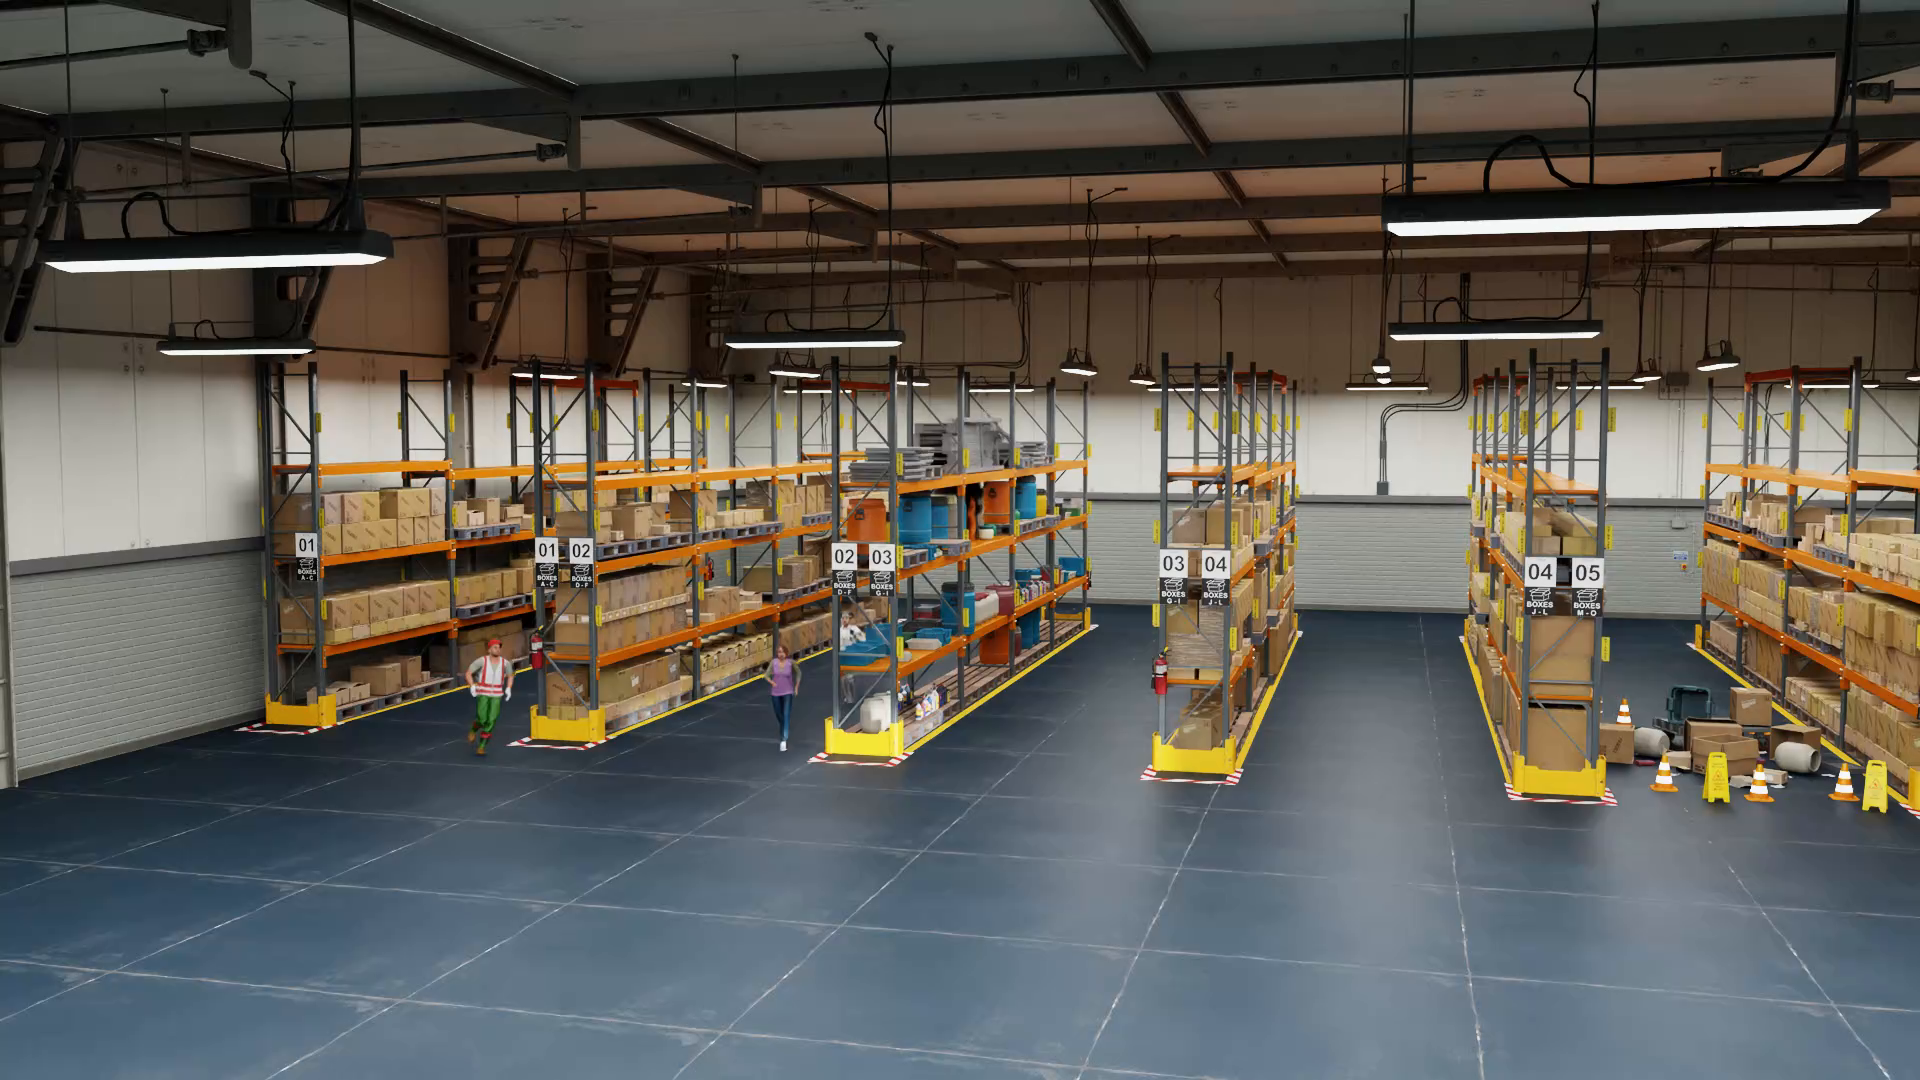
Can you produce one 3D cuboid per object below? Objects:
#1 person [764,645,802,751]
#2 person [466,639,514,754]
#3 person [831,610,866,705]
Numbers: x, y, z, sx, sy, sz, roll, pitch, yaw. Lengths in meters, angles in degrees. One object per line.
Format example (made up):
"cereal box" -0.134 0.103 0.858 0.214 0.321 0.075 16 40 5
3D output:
"person" -2.746 2.405 25.751 0.573 1.601 0.817 0 4 2
"person" -7.144 2.365 25.365 0.714 1.723 0.619 -2 5 -29
"person" -2.016 2.090 29.493 0.595 1.695 0.619 1 4 15
